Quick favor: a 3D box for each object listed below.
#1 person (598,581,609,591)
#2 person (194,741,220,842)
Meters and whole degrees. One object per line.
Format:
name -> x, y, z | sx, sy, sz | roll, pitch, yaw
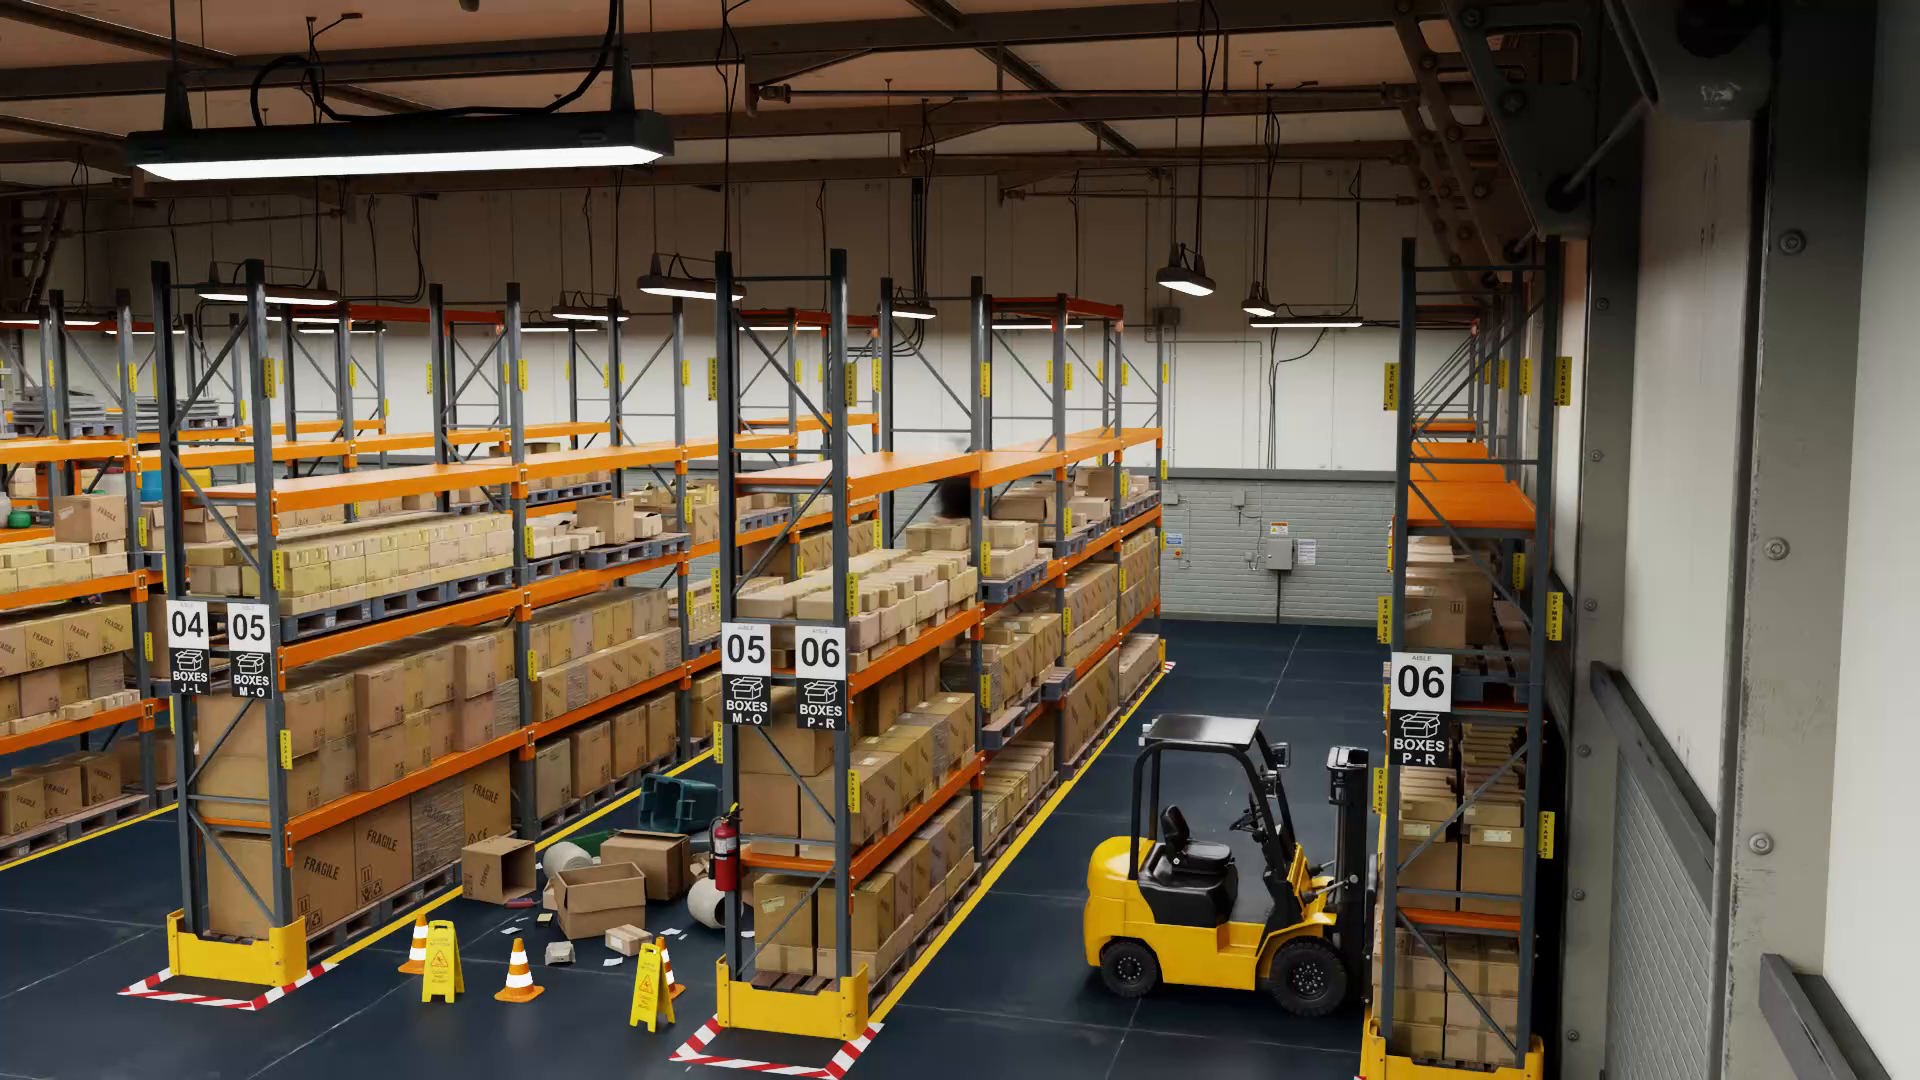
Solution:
person -> -5.855, 1.432, 27.778 | 0.652, 1.613, 0.786 | 1, 6, 5
person -> -7.430, 2.544, 16.810 | 0.673, 1.727, 0.707 | 0, 6, -3
